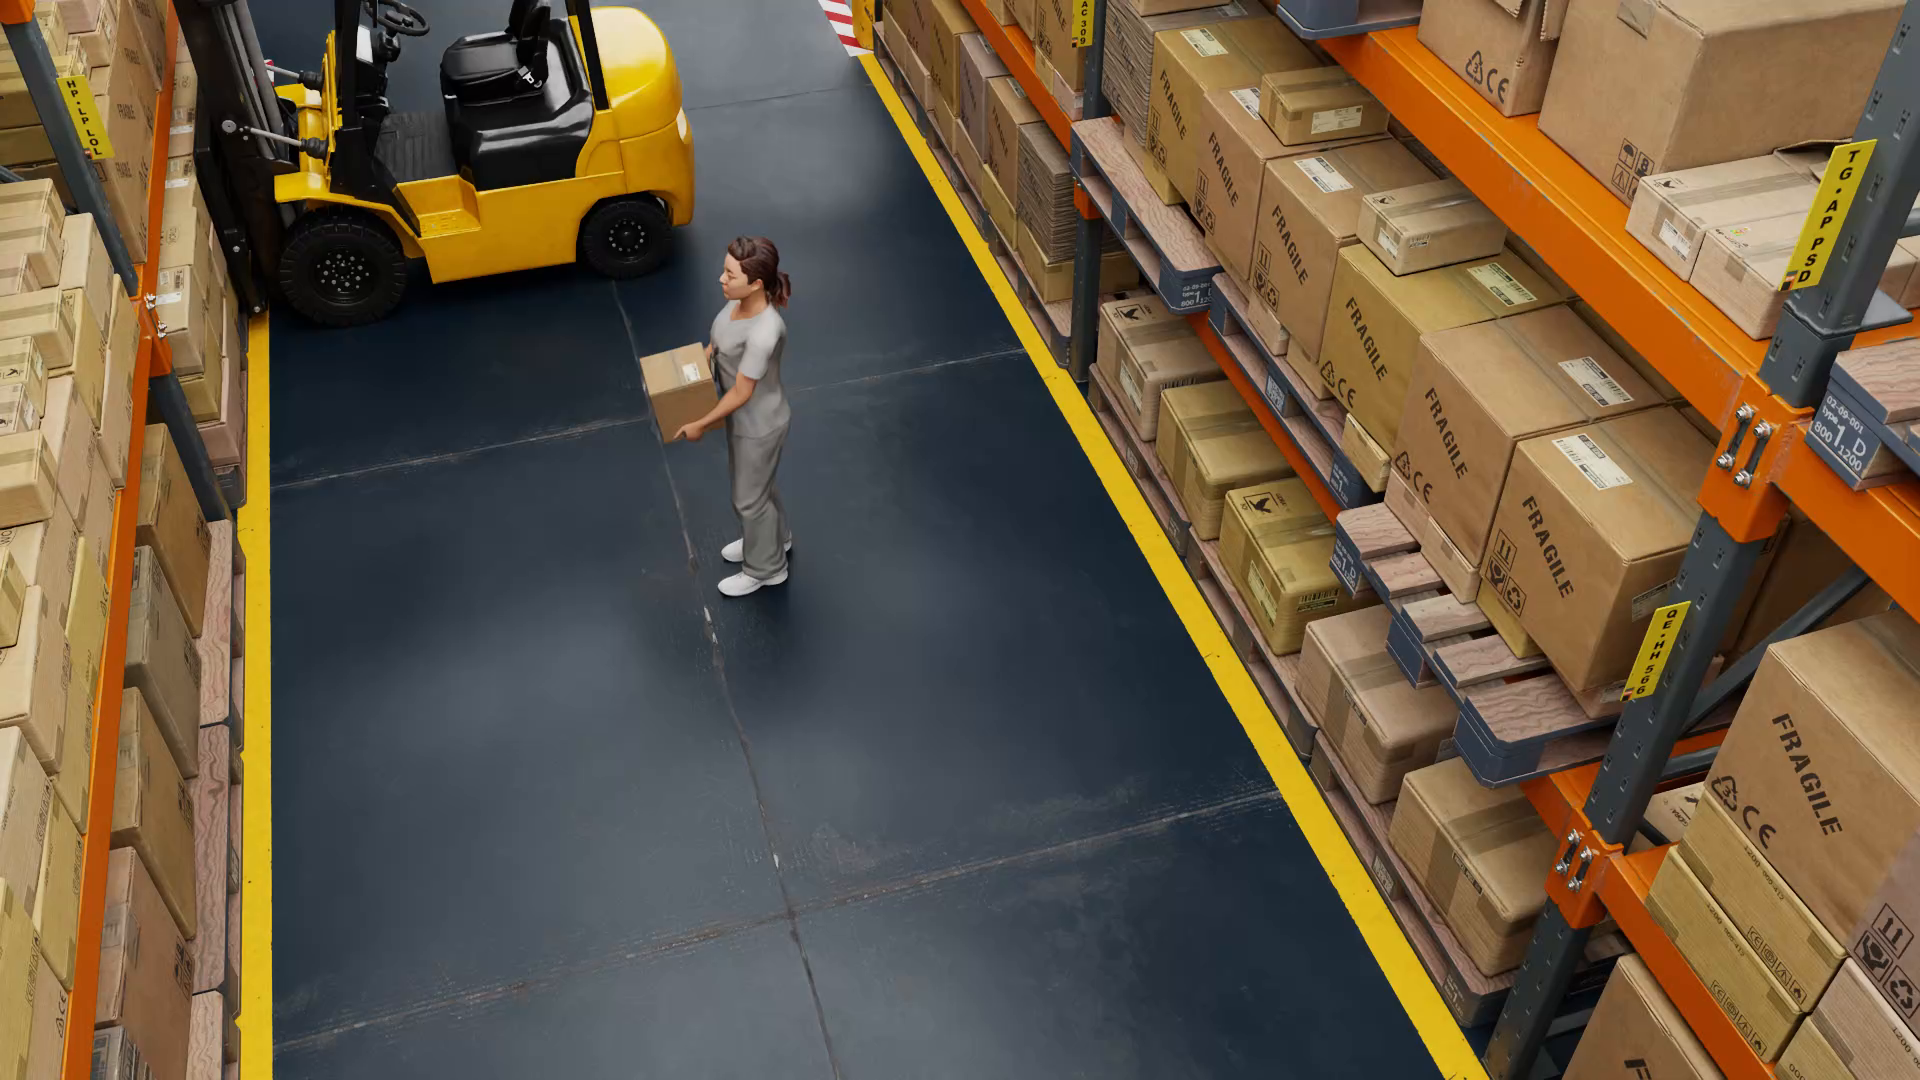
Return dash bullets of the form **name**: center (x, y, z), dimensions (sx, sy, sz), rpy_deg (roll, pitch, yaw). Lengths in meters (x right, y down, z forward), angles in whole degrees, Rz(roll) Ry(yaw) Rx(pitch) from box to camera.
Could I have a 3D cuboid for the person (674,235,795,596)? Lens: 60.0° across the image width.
- **person**: center (-0.903, -0.479, 6.695), dimensions (0.531, 1.667, 0.437), rpy_deg (-12, 44, -12)
